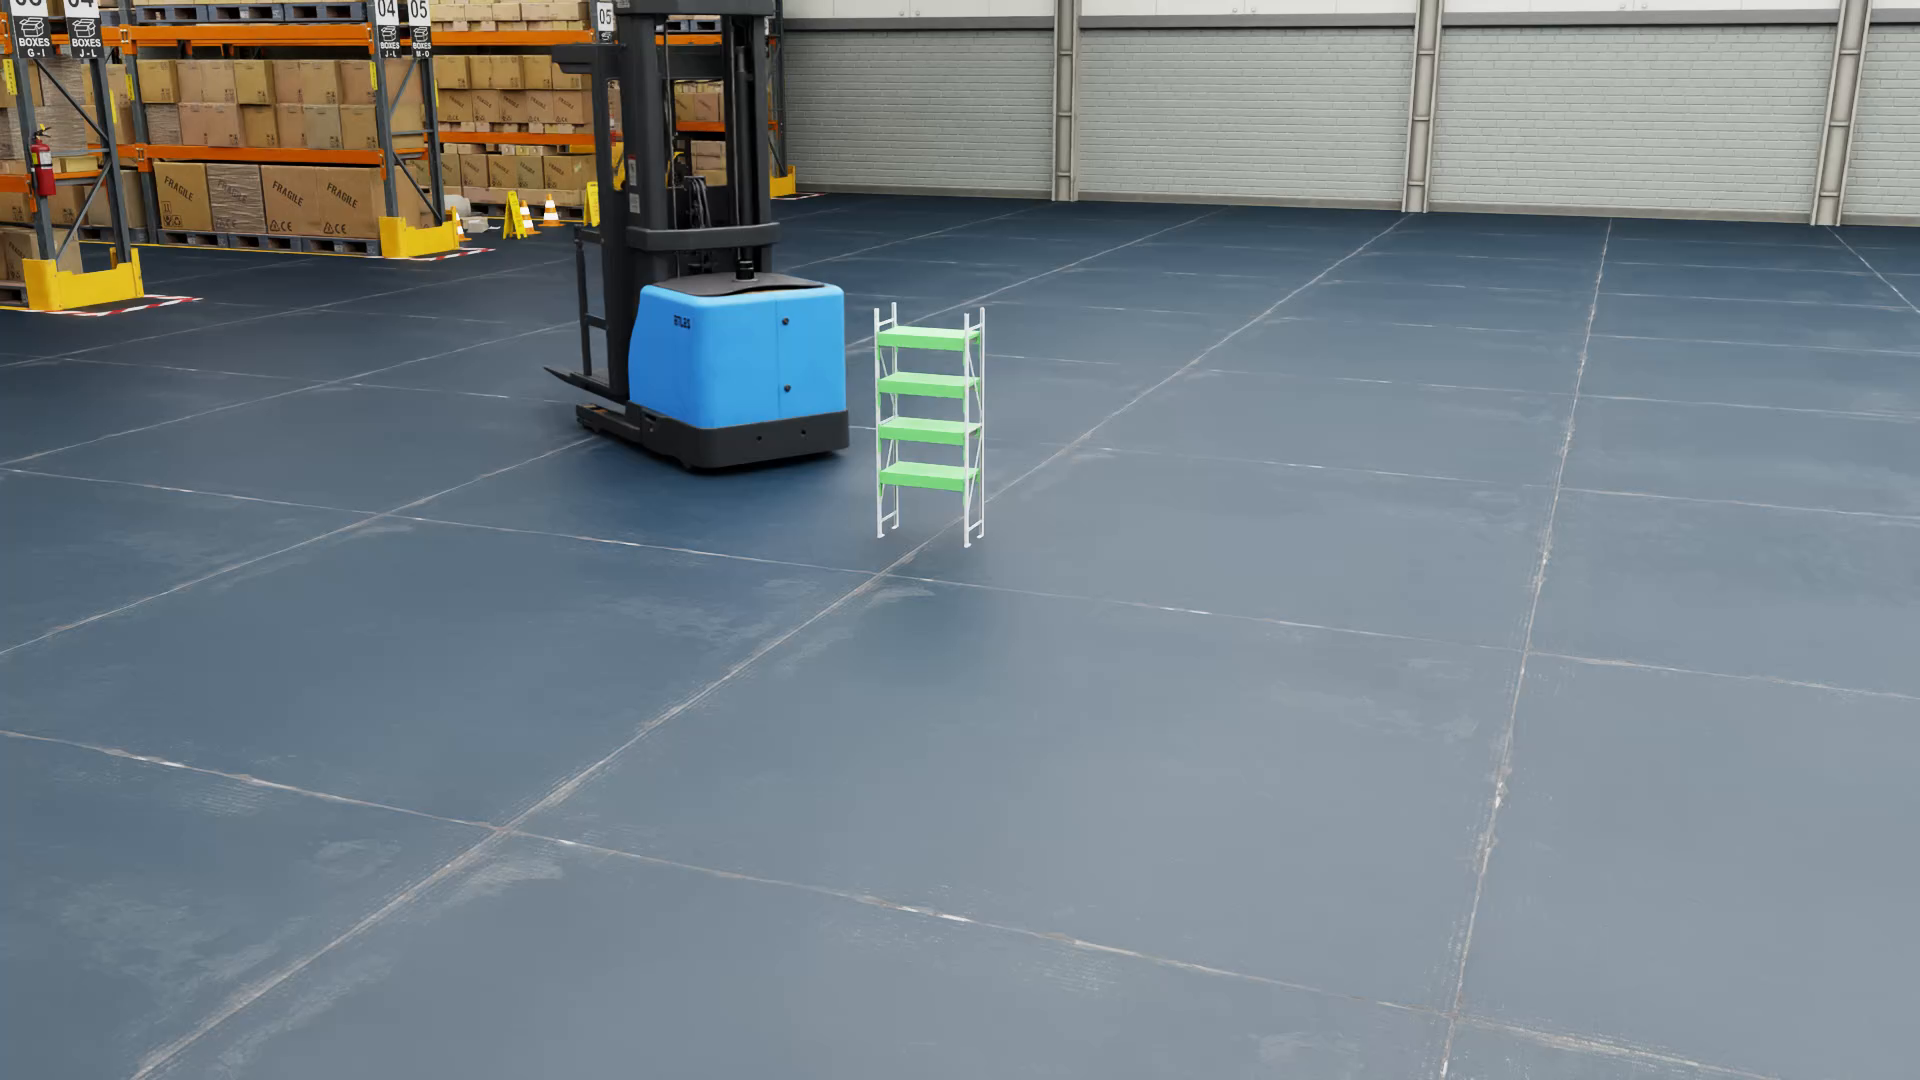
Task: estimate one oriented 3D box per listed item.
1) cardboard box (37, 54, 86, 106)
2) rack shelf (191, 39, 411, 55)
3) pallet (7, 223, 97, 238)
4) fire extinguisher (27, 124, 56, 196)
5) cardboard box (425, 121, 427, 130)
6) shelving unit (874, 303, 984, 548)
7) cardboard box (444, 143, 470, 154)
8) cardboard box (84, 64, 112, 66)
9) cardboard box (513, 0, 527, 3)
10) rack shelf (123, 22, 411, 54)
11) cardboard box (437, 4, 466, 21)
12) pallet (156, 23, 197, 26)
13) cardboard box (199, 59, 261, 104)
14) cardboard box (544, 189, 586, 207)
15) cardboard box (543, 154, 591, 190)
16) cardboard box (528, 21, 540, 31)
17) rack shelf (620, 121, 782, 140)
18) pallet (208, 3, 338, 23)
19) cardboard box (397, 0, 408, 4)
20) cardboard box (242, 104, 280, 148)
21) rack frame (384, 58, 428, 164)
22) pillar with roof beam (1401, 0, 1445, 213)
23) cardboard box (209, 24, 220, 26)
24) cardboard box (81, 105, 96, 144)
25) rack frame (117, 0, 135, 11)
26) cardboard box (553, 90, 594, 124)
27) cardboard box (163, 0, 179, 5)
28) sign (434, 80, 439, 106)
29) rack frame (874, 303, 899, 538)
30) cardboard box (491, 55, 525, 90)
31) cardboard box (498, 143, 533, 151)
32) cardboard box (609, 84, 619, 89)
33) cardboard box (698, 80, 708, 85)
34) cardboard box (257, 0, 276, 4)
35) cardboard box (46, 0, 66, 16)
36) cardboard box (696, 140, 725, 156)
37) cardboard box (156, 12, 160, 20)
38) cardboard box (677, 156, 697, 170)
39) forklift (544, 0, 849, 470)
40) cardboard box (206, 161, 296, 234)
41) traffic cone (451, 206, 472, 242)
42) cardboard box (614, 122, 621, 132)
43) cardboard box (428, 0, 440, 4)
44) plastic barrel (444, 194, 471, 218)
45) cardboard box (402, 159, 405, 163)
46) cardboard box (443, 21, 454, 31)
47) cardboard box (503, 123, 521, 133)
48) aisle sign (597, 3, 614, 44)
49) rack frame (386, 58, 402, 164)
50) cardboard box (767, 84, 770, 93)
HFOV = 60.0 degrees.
[{"bbox_3d":[-9.284,-4.666,16.858,0.500,0.500,0.500,6,17,21],"label":"cardboard box"},{"bbox_3d":[-10.817,-8.147,27.265,4.000,0.370,1.077,6,17,21],"label":"rack shelf"},{"bbox_3d":[-12.563,-4.397,23.442,1.213,0.211,1.003,6,17,21],"label":"pallet"},{"bbox_3d":[-8.935,-3.699,16.174,0.183,0.674,0.296,6,17,21],"label":"fire extinguisher"},{"bbox_3d":[-8.269,-6.579,26.407,0.250,0.149,0.380,6,17,20],"label":"cardboard box"},{"bbox_3d":[-0.154,-0.593,8.565,0.503,1.200,0.258,6,17,21],"label":"shelving unit"},{"bbox_3d":[-7.934,-6.189,26.282,0.250,0.149,0.380,7,18,23],"label":"cardboard box"},{"bbox_3d":[-14.663,-7.926,28.622,0.500,0.500,0.500,6,17,20],"label":"cardboard box"},{"bbox_3d":[-6.571,-8.222,25.257,0.250,0.149,0.380,6,17,21],"label":"cardboard box"},{"bbox_3d":[-8.819,-6.443,21.398,4.000,0.370,1.077,6,17,21],"label":"rack shelf"},{"bbox_3d":[-7.704,-8.137,25.678,0.500,0.250,0.500,6,17,21],"label":"cardboard box"},{"bbox_3d":[-13.296,-8.658,28.075,1.003,0.211,1.213,7,18,23],"label":"pallet"},{"bbox_3d":[-9.342,-5.980,21.685,0.550,0.550,0.875,6,17,21],"label":"cardboard box"},{"bbox_3d":[-6.109,-5.334,25.846,0.500,0.250,0.500,6,17,20],"label":"cardboard box"},{"bbox_3d":[-6.077,-5.693,25.738,0.500,0.500,0.500,6,17,21],"label":"cardboard box"},{"bbox_3d":[-6.360,-7.818,25.293,0.250,0.149,0.380,6,17,21],"label":"cardboard box"},{"bbox_3d":[-5.278,-7.585,30.710,4.000,0.370,1.077,6,17,21],"label":"rack shelf"},{"bbox_3d":[-8.791,-6.739,21.286,1.213,0.211,1.003,6,17,21],"label":"pallet"},{"bbox_3d":[-7.159,-6.831,20.963,0.250,0.149,0.380,6,17,21],"label":"cardboard box"},{"bbox_3d":[-8.823,-5.426,21.714,0.500,0.550,0.875,6,17,21],"label":"cardboard box"},{"bbox_3d":[-8.957,-6.847,26.878,0.127,3.000,1.000,6,17,21],"label":"rack frame"},{"bbox_3d":[5.848,-8.567,22.044,0.400,9.000,9.100,6,17,21],"label":"pillar with roof beam"},{"bbox_3d":[-12.210,-8.530,27.535,0.258,0.266,0.396,6,17,21],"label":"cardboard box"},{"bbox_3d":[-11.733,-5.637,22.530,0.500,0.500,0.500,6,17,20],"label":"cardboard box"},{"bbox_3d":[-10.679,-8.434,21.584,0.127,3.000,1.000,6,17,21],"label":"rack frame"},{"bbox_3d":[-5.842,-6.613,25.358,0.500,0.500,0.500,6,17,20],"label":"cardboard box"},{"bbox_3d":[-9.992,-6.945,21.354,0.250,0.149,0.380,6,17,21],"label":"cardboard box"},{"bbox_3d":[-6.749,-5.741,21.373,0.005,0.325,0.100,6,17,21],"label":"sign"},{"bbox_3d":[-0.381,-0.618,8.651,0.015,1.200,0.240,6,17,21],"label":"rack frame"},{"bbox_3d":[-6.771,-7.184,25.532,0.500,0.500,0.700,6,17,20],"label":"cardboard box"},{"bbox_3d":[-8.348,-7.328,32.041,0.625,0.625,0.875,6,17,20],"label":"cardboard box"},{"bbox_3d":[-6.243,-8.303,30.552,0.250,0.149,0.380,7,17,22],"label":"cardboard box"},{"bbox_3d":[-4.527,-8.291,29.978,0.250,0.149,0.380,6,17,21],"label":"cardboard box"},{"bbox_3d":[-8.573,-6.789,20.818,0.250,0.149,0.380,6,17,21],"label":"cardboard box"},{"bbox_3d":[-9.225,-5.352,16.619,0.500,0.250,0.500,7,18,22],"label":"cardboard box"},{"bbox_3d":[-4.438,-7.104,30.148,0.500,0.250,0.500,7,17,22],"label":"cardboard box"},{"bbox_3d":[-13.084,-8.947,27.795,0.637,0.503,0.797,5,17,17],"label":"cardboard box"},{"bbox_3d":[-4.936,-6.917,30.401,0.500,0.250,0.500,6,17,19],"label":"cardboard box"},{"bbox_3d":[-1.946,-2.184,10.939,1.130,2.935,3.031,-11,19,-33],"label":"forklift"},{"bbox_3d":[-9.280,-4.560,22.060,0.875,0.875,0.875,6,17,21],"label":"cardboard box"},{"bbox_3d":[-6.931,-4.348,22.820,0.334,0.463,0.336,6,17,21],"label":"traffic cone"},{"bbox_3d":[-5.476,-6.406,25.808,0.250,0.149,0.380,6,17,21],"label":"cardboard box"},{"bbox_3d":[-8.054,-8.351,25.698,0.250,0.149,0.380,6,17,20],"label":"cardboard box"},{"bbox_3d":[-7.713,-5.019,25.203,0.512,0.421,0.421,-9,18,-27],"label":"plastic barrel"},{"bbox_3d":[-11.332,-7.533,32.970,0.500,0.500,0.500,7,18,22],"label":"cardboard box"},{"bbox_3d":[-7.800,-7.967,25.807,0.250,0.149,0.380,6,17,19],"label":"cardboard box"},{"bbox_3d":[-6.878,-6.413,25.833,0.250,0.149,0.380,6,17,20],"label":"cardboard box"},{"bbox_3d":[-5.285,-7.605,24.825,0.004,0.787,0.394,6,17,21],"label":"aisle sign"},{"bbox_3d":[-10.860,-8.544,32.723,0.127,3.000,1.000,6,17,21],"label":"rack frame"},{"bbox_3d":[-3.638,-8.187,30.151,0.250,0.149,0.380,6,17,19],"label":"cardboard box"}]
